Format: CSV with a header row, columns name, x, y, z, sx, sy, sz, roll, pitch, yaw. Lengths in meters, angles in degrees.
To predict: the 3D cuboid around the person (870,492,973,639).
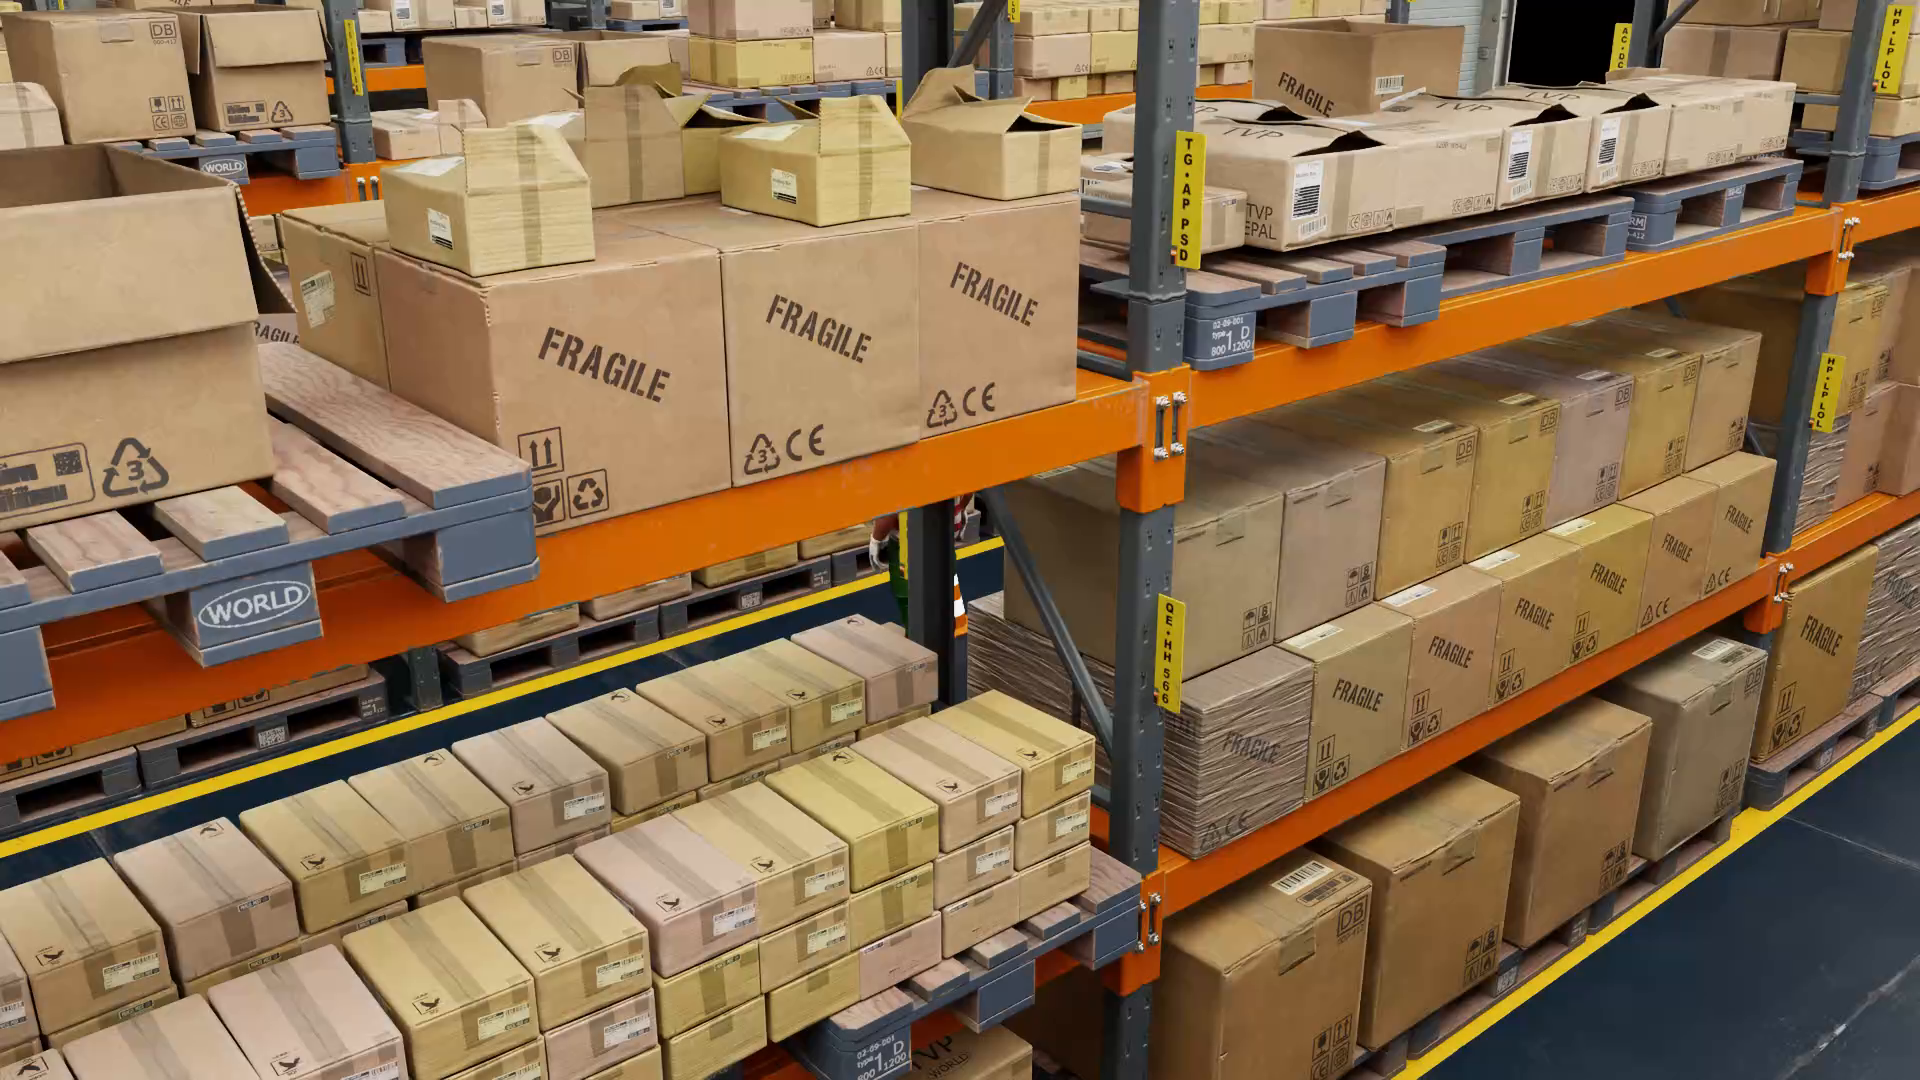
name,x,y,z,sx,sy,sz,roll,pitch,yaw
person,-0.242,-0.055,8.666,0.638,1.790,0.561,-17,27,-37
